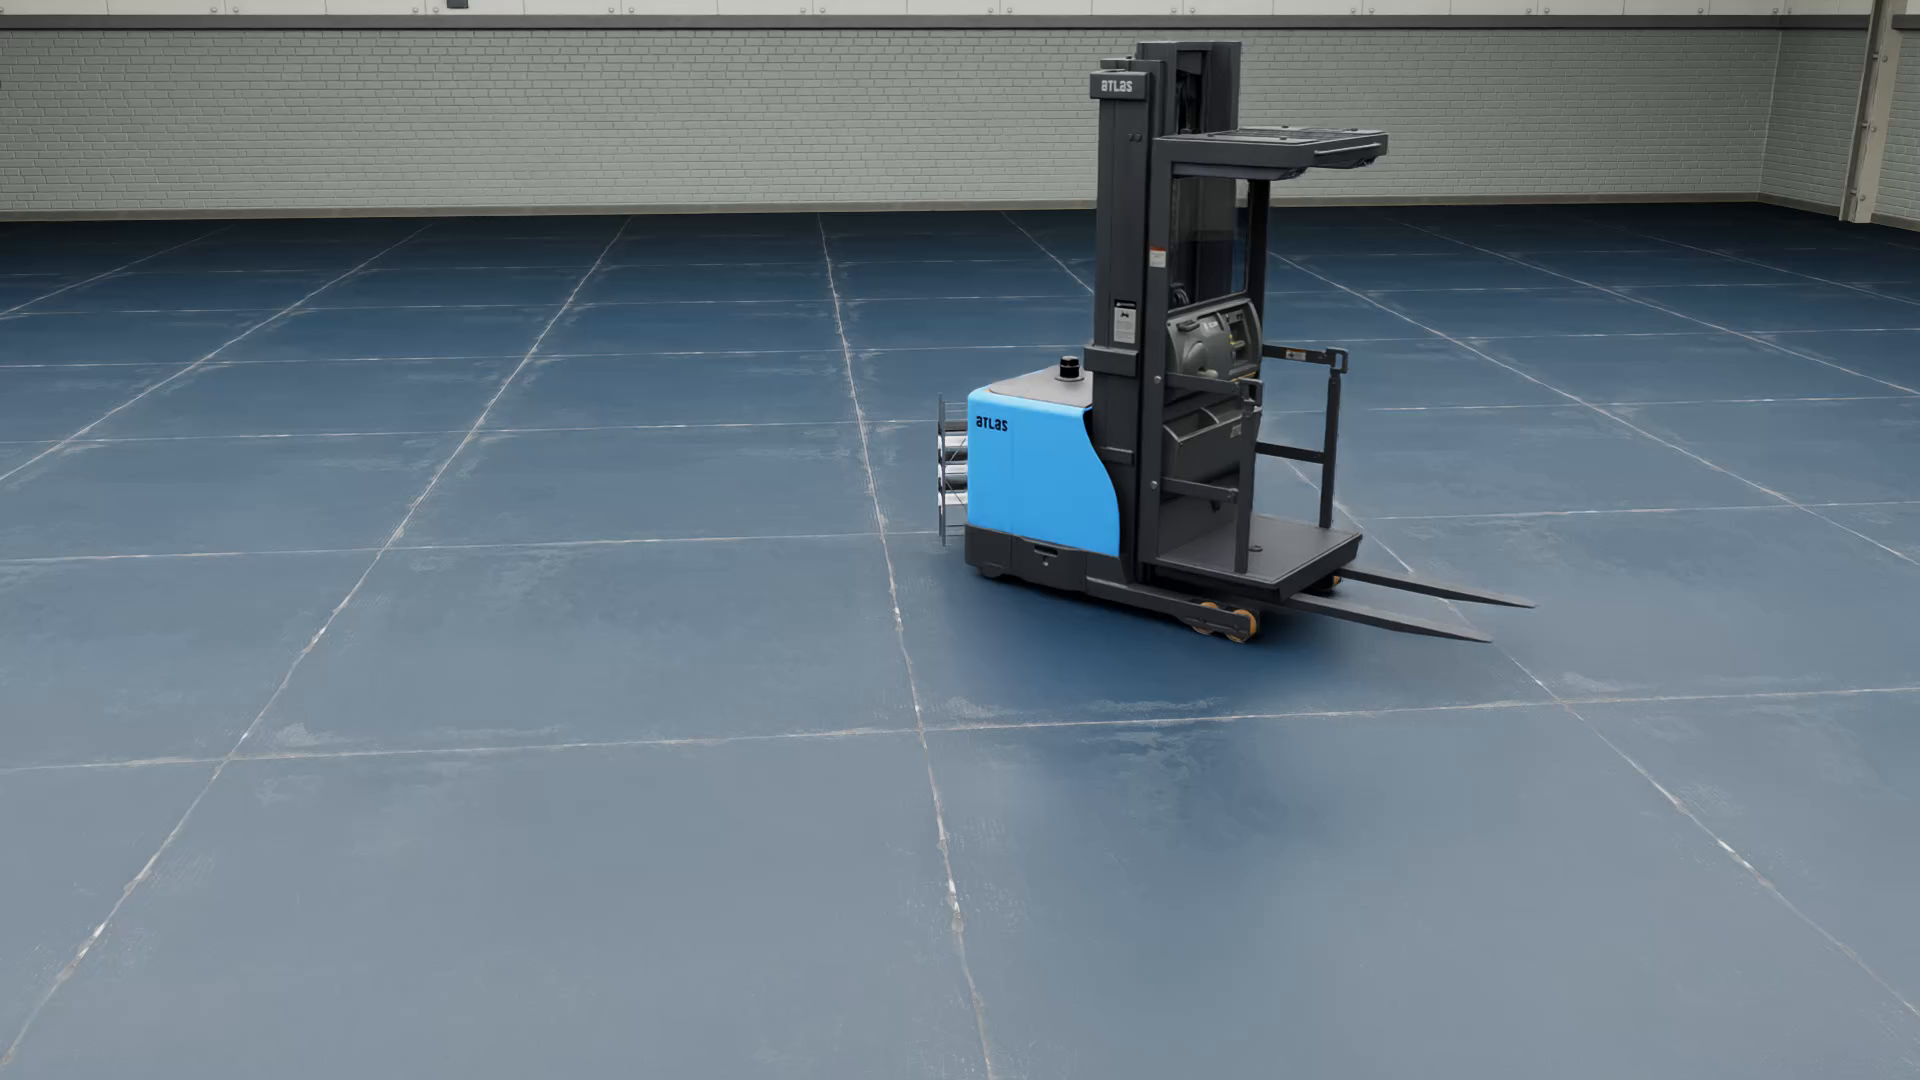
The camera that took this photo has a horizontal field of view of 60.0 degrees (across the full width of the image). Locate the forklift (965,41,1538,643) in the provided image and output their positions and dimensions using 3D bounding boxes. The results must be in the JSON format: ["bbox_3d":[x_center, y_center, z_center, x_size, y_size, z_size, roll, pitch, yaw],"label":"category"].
[{"bbox_3d":[1.510,-1.054,8.642,3.031,2.935,1.130,13,21,35],"label":"forklift"}]

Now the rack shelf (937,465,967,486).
[{"bbox_3d":[0.001,-0.395,10.045,0.258,0.077,0.200,-2,18,-6],"label":"rack shelf"}]

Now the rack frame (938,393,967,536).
[{"bbox_3d":[-0.010,-0.457,10.131,0.240,0.900,0.006,-2,18,-6],"label":"rack frame"}]

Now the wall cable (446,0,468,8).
[{"bbox_3d":[-6.807,-11.159,25.021,2.305,6.003,0.169,-2,18,-6],"label":"wall cable"}]

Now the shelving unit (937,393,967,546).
[{"bbox_3d":[0.001,-0.427,10.035,0.258,0.900,0.210,-2,18,-6],"label":"shelving unit"}]

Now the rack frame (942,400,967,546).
[{"bbox_3d":[0.011,-0.397,9.938,0.240,0.900,0.006,-2,18,-6],"label":"rack frame"}]

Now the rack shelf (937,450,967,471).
[{"bbox_3d":[0.001,-0.481,10.018,0.258,0.077,0.200,-2,18,-6],"label":"rack shelf"}]

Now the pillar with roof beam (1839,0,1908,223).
[{"bbox_3d":[9.787,-9.170,24.361,9.100,9.000,0.400,-2,18,-6],"label":"pillar with roof beam"}]

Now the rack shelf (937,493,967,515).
[{"bbox_3d":[0.001,-0.223,10.098,0.258,0.077,0.200,-2,18,-6],"label":"rack shelf"}]

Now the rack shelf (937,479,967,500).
[{"bbox_3d":[0.001,-0.309,10.072,0.258,0.077,0.200,-2,18,-6],"label":"rack shelf"}]

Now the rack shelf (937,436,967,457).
[{"bbox_3d":[0.001,-0.567,9.991,0.258,0.077,0.200,-2,18,-6],"label":"rack shelf"}]

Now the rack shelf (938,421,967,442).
[{"bbox_3d":[0.001,-0.653,9.964,0.258,0.077,0.200,-2,18,-6],"label":"rack shelf"}]
